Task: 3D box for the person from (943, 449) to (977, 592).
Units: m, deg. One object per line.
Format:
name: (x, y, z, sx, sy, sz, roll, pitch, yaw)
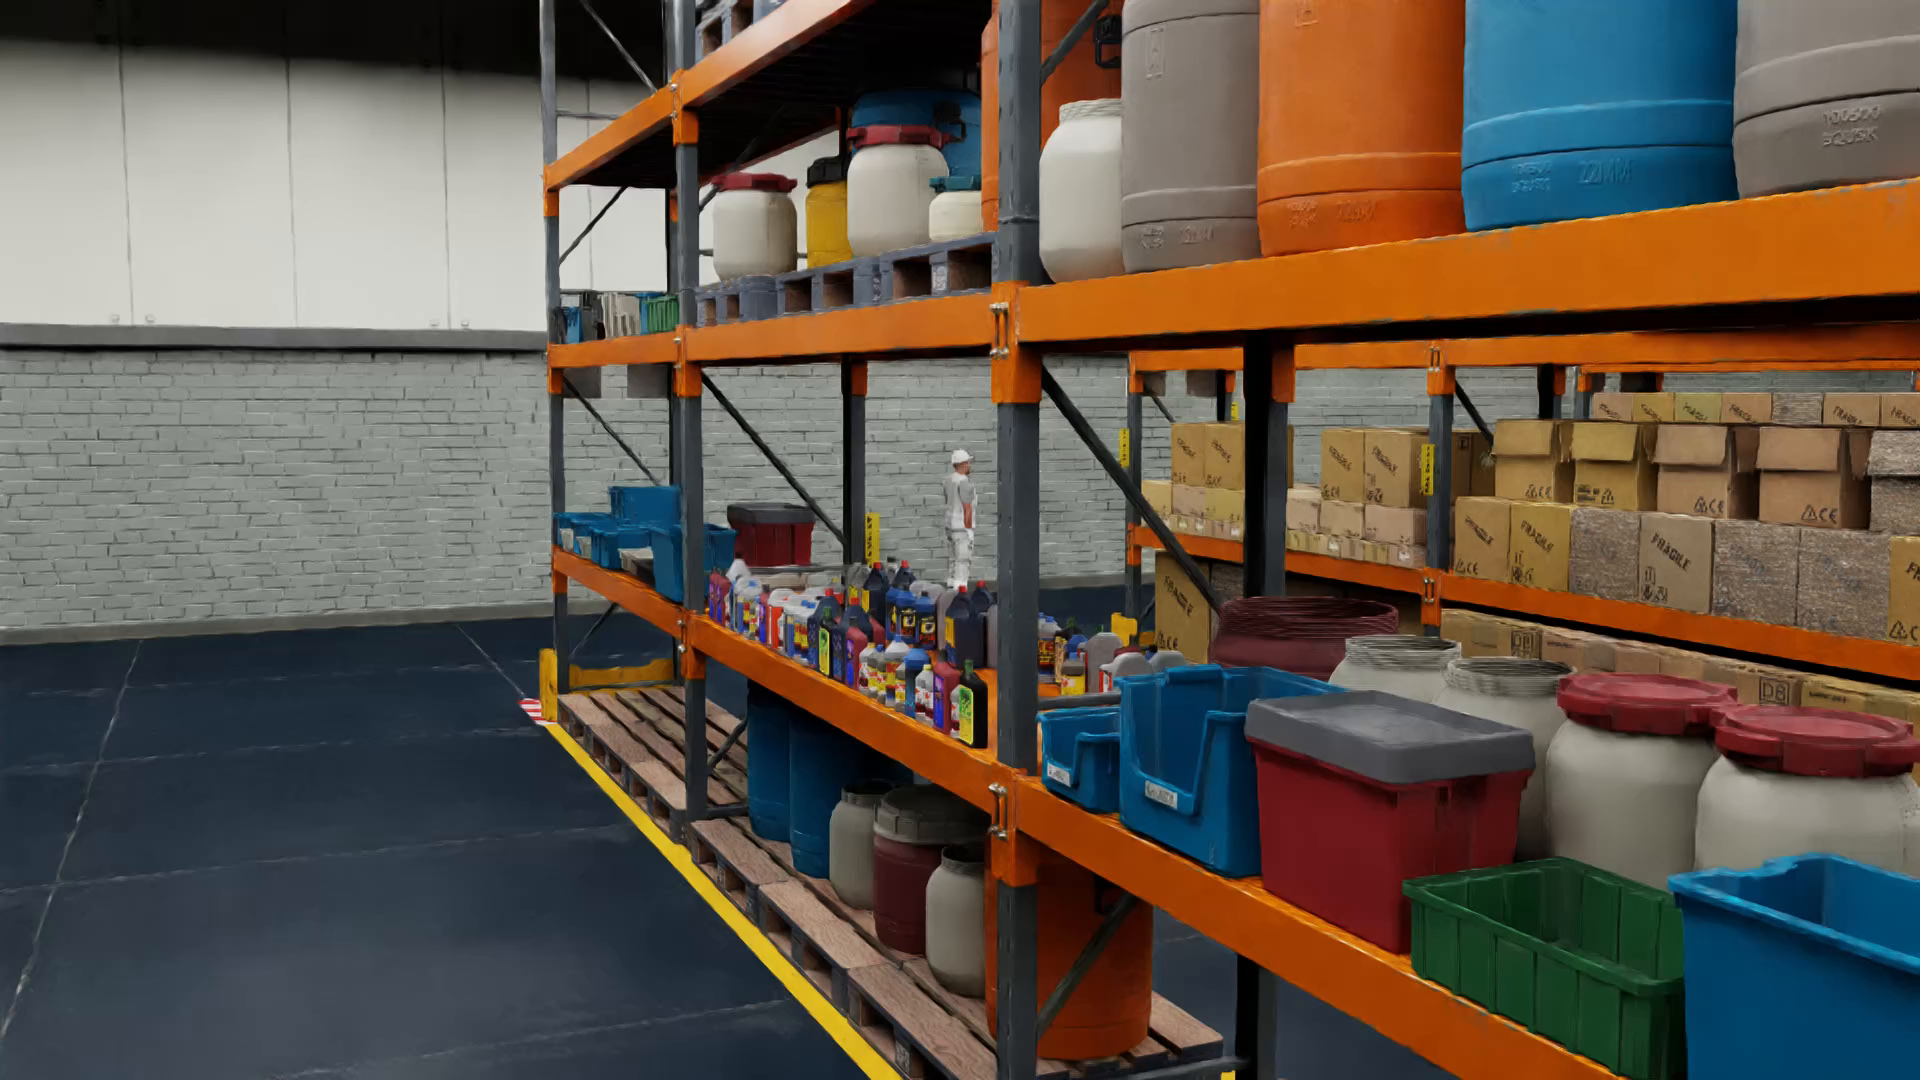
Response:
person: (0.026, -0.104, 18.326, 0.383, 1.796, 0.577, -2, 6, -25)
